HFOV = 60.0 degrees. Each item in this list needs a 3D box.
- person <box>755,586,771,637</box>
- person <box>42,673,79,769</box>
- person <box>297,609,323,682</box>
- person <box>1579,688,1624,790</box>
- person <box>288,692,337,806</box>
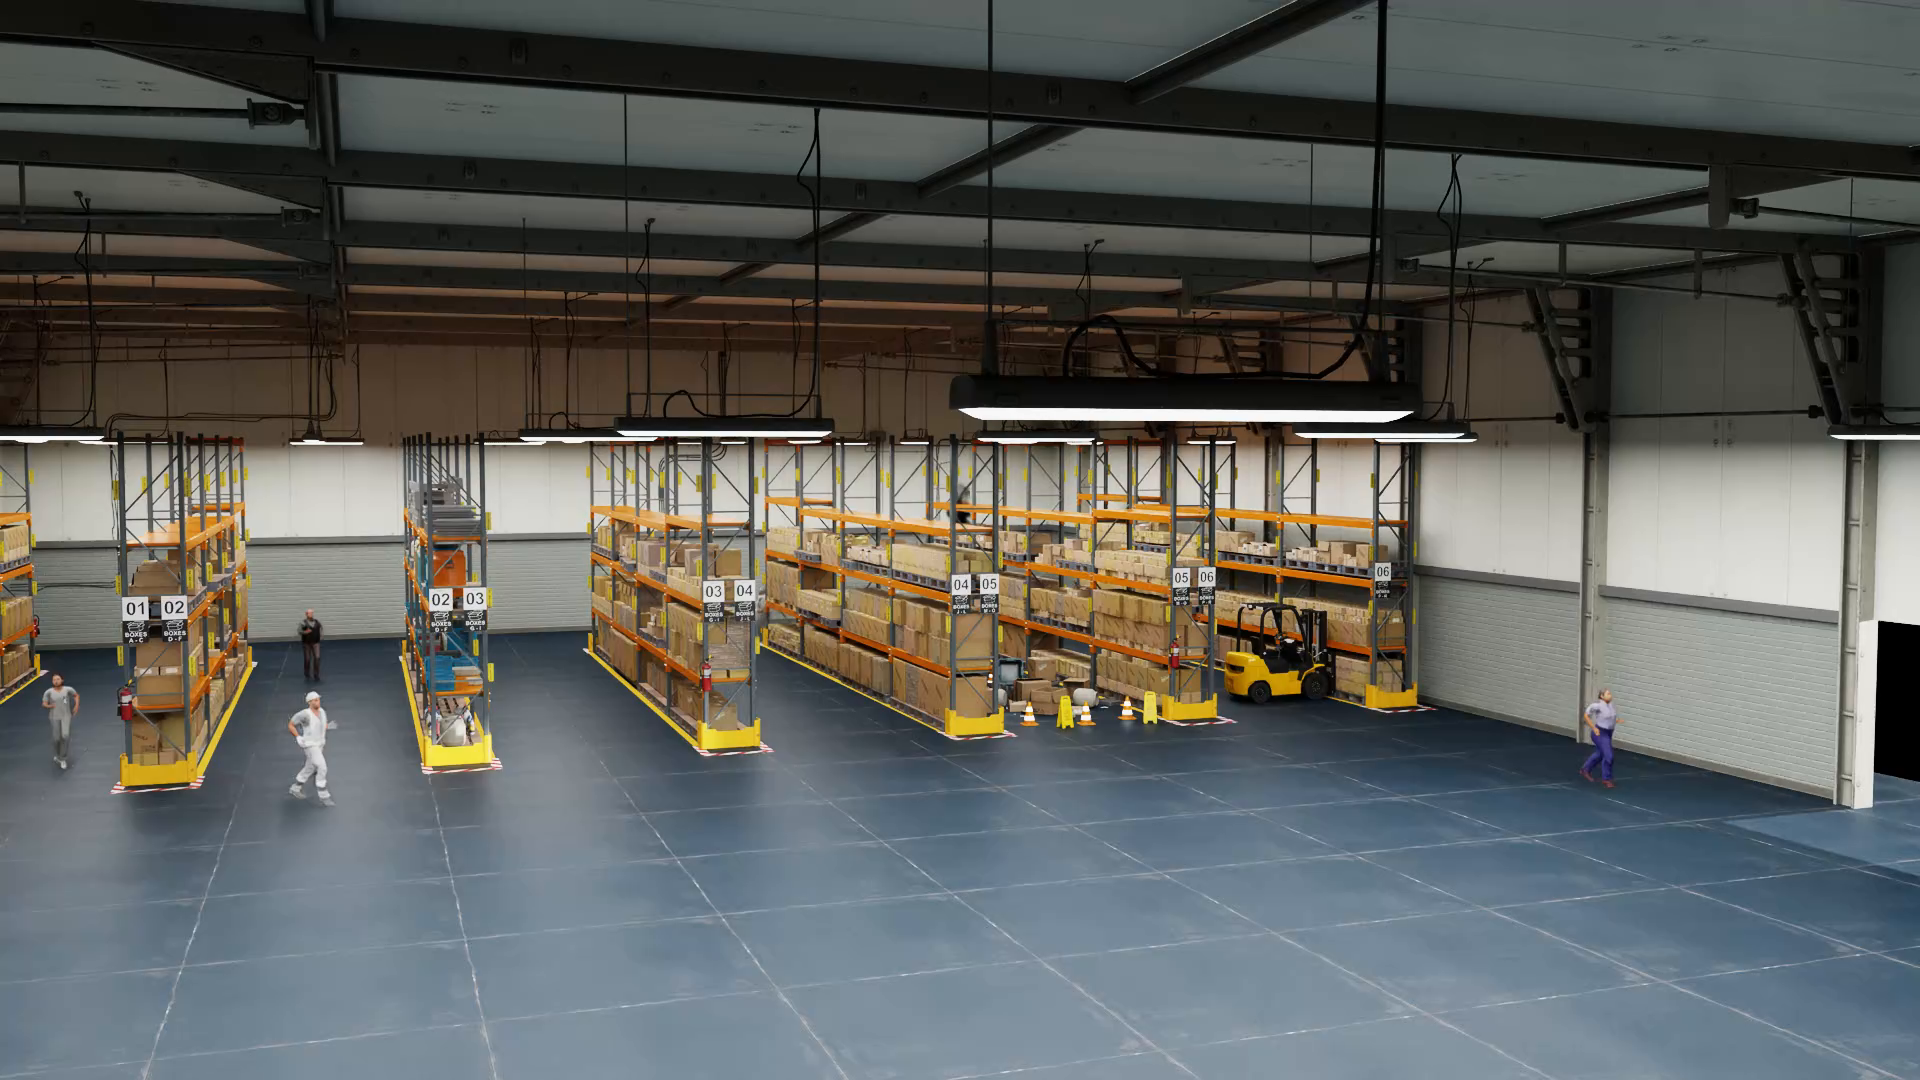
[{"bbox_3d":[-5.840,2.195,49.288,0.663,1.668,0.619,-2,4,-30],"label":"person"},{"bbox_3d":[-16.199,3.243,29.949,0.570,1.698,0.825,-1,3,-24],"label":"person"},{"bbox_3d":[-15.966,2.587,40.908,0.644,1.772,0.752,-2,4,-32],"label":"person"},{"bbox_3d":[10.854,3.341,28.175,0.596,1.700,0.756,-3,4,-42],"label":"person"},{"bbox_3d":[-10.404,3.345,26.746,0.856,1.836,0.624,1,3,11],"label":"person"}]
